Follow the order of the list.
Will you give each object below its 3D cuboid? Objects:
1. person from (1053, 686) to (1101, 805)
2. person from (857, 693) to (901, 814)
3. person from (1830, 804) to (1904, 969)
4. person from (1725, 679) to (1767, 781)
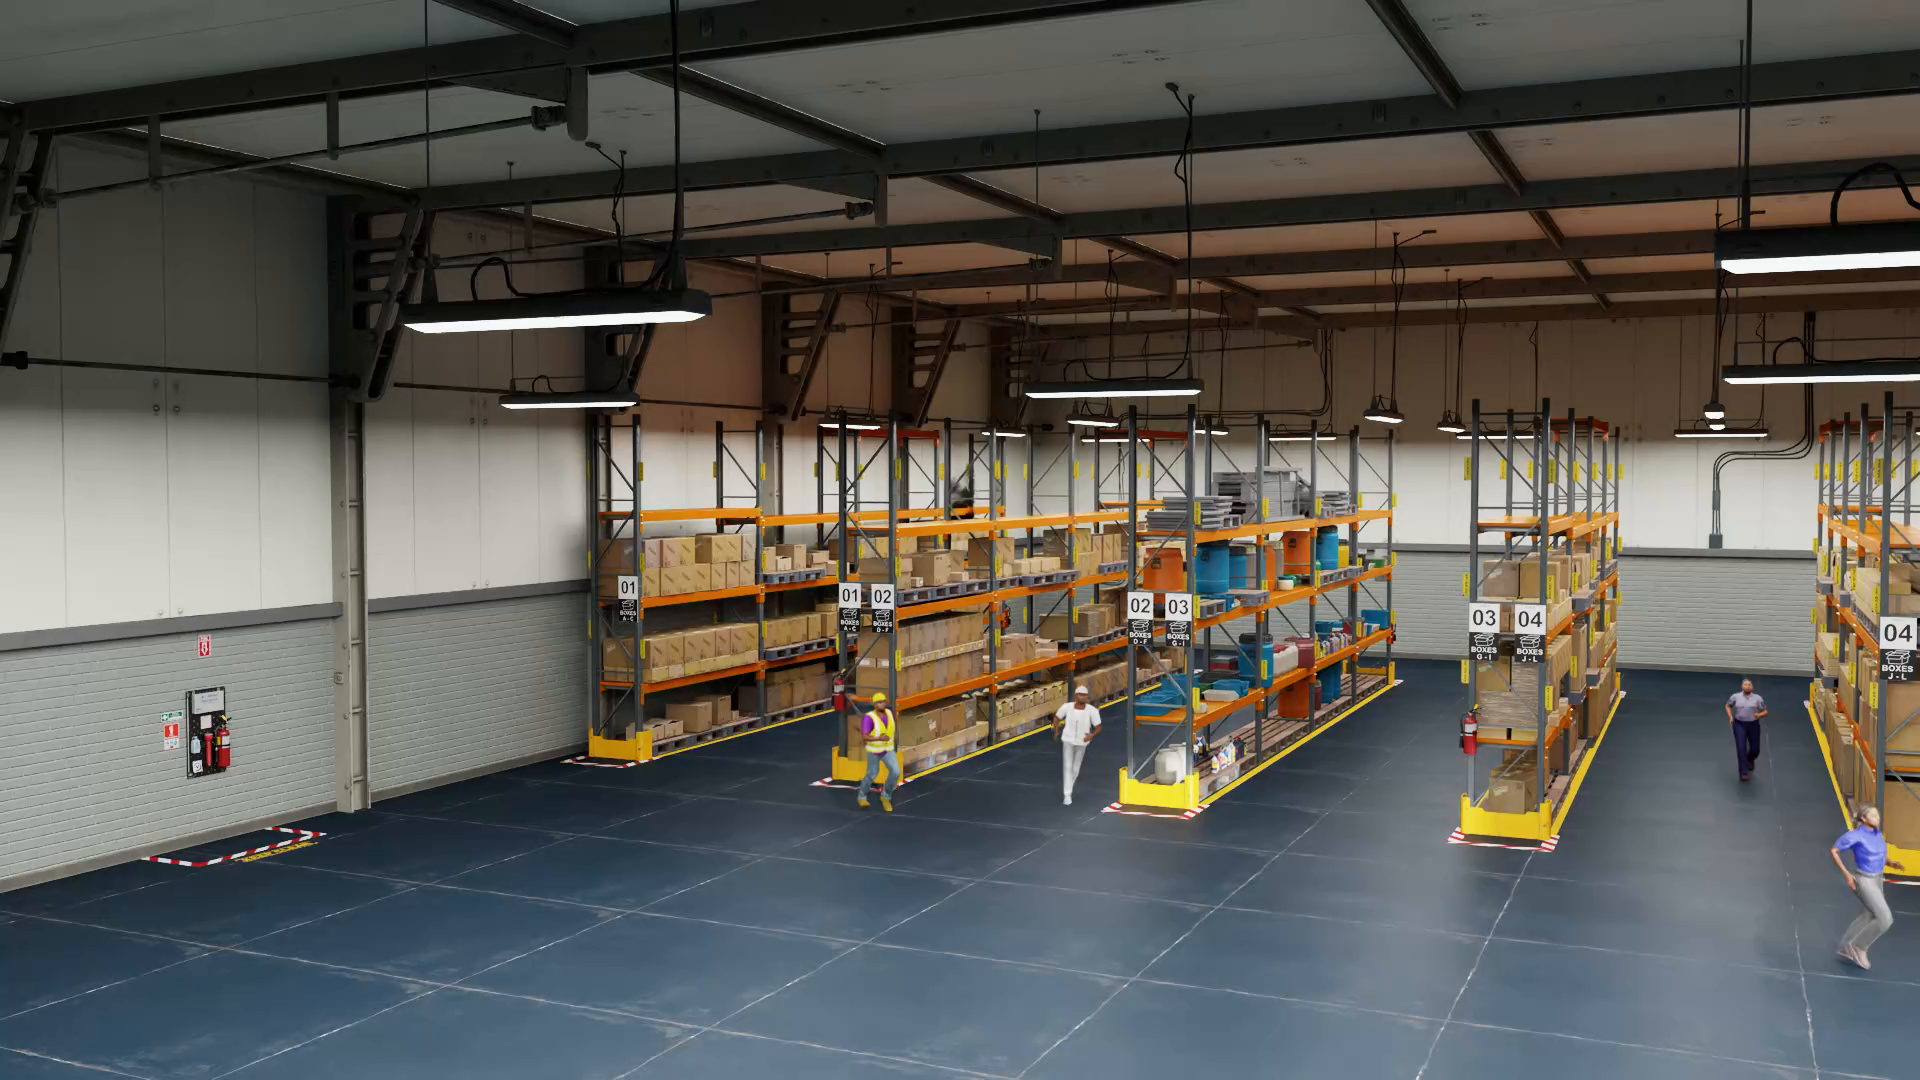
[{"bbox_3d":[1.788,3.094,25.343,0.733,1.754,0.812,0,2,2],"label":"person"},{"bbox_3d":[-1.159,3.115,24.417,0.711,1.773,0.872,-1,3,-32],"label":"person"},{"bbox_3d":[9.163,3.499,16.730,0.545,1.616,0.656,-2,3,-34],"label":"person"},{"bbox_3d":[12.823,3.071,27.117,0.619,1.618,0.822,1,2,19],"label":"person"}]
